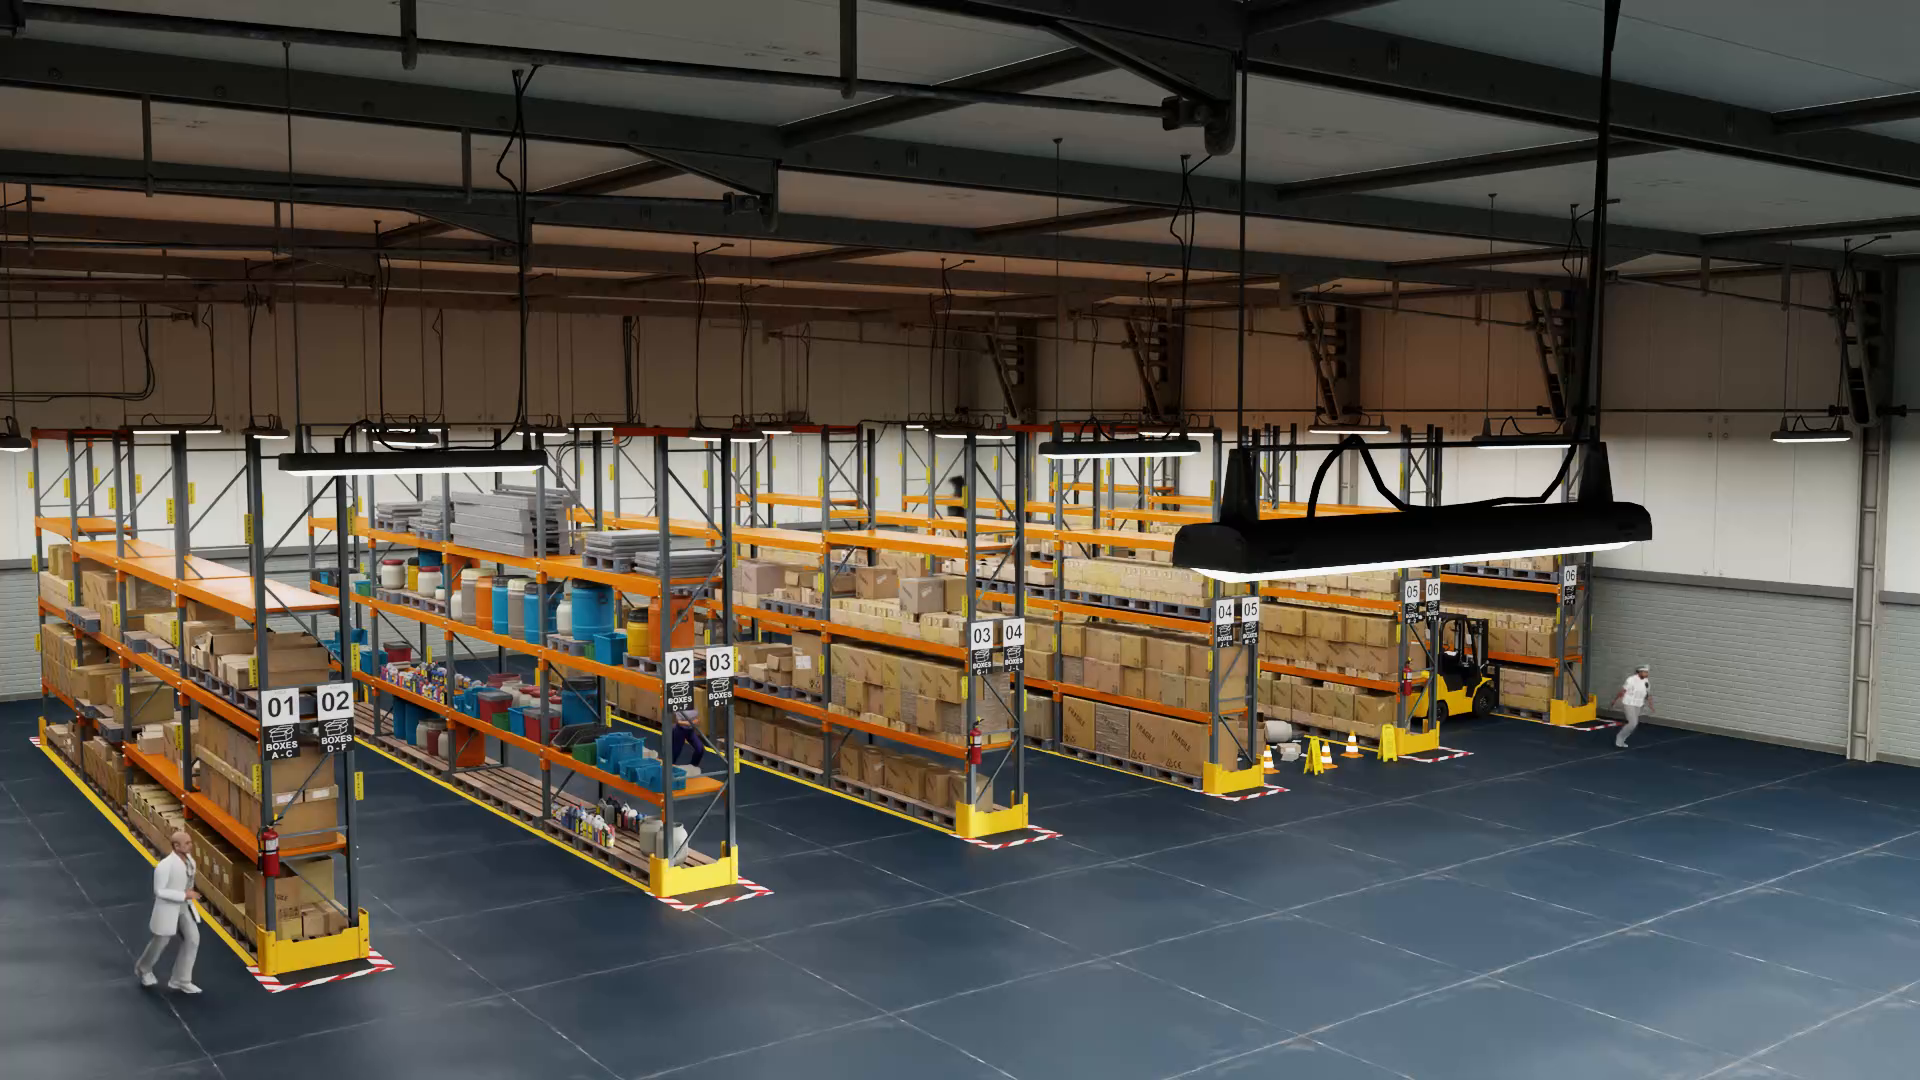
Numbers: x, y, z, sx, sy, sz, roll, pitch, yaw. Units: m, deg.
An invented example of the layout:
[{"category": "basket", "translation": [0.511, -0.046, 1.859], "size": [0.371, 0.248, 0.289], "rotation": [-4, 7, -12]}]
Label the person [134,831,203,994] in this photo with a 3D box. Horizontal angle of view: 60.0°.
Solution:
[{"category": "person", "translation": [-8.659, 4.042, 18.123], "size": [0.861, 1.799, 0.685], "rotation": [2, 5, 19]}]

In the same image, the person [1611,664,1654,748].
[{"category": "person", "translation": [12.549, 3.093, 30.989], "size": [0.580, 1.612, 0.680], "rotation": [-2, 5, -24]}]

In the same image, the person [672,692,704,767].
[{"category": "person", "translation": [-4.692, 3.316, 28.433], "size": [0.934, 1.607, 0.599], "rotation": [4, 6, 41]}]

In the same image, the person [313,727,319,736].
[{"category": "person", "translation": [-10.862, 3.258, 28.414], "size": [0.891, 1.698, 0.671], "rotation": [2, 5, 28]}]
